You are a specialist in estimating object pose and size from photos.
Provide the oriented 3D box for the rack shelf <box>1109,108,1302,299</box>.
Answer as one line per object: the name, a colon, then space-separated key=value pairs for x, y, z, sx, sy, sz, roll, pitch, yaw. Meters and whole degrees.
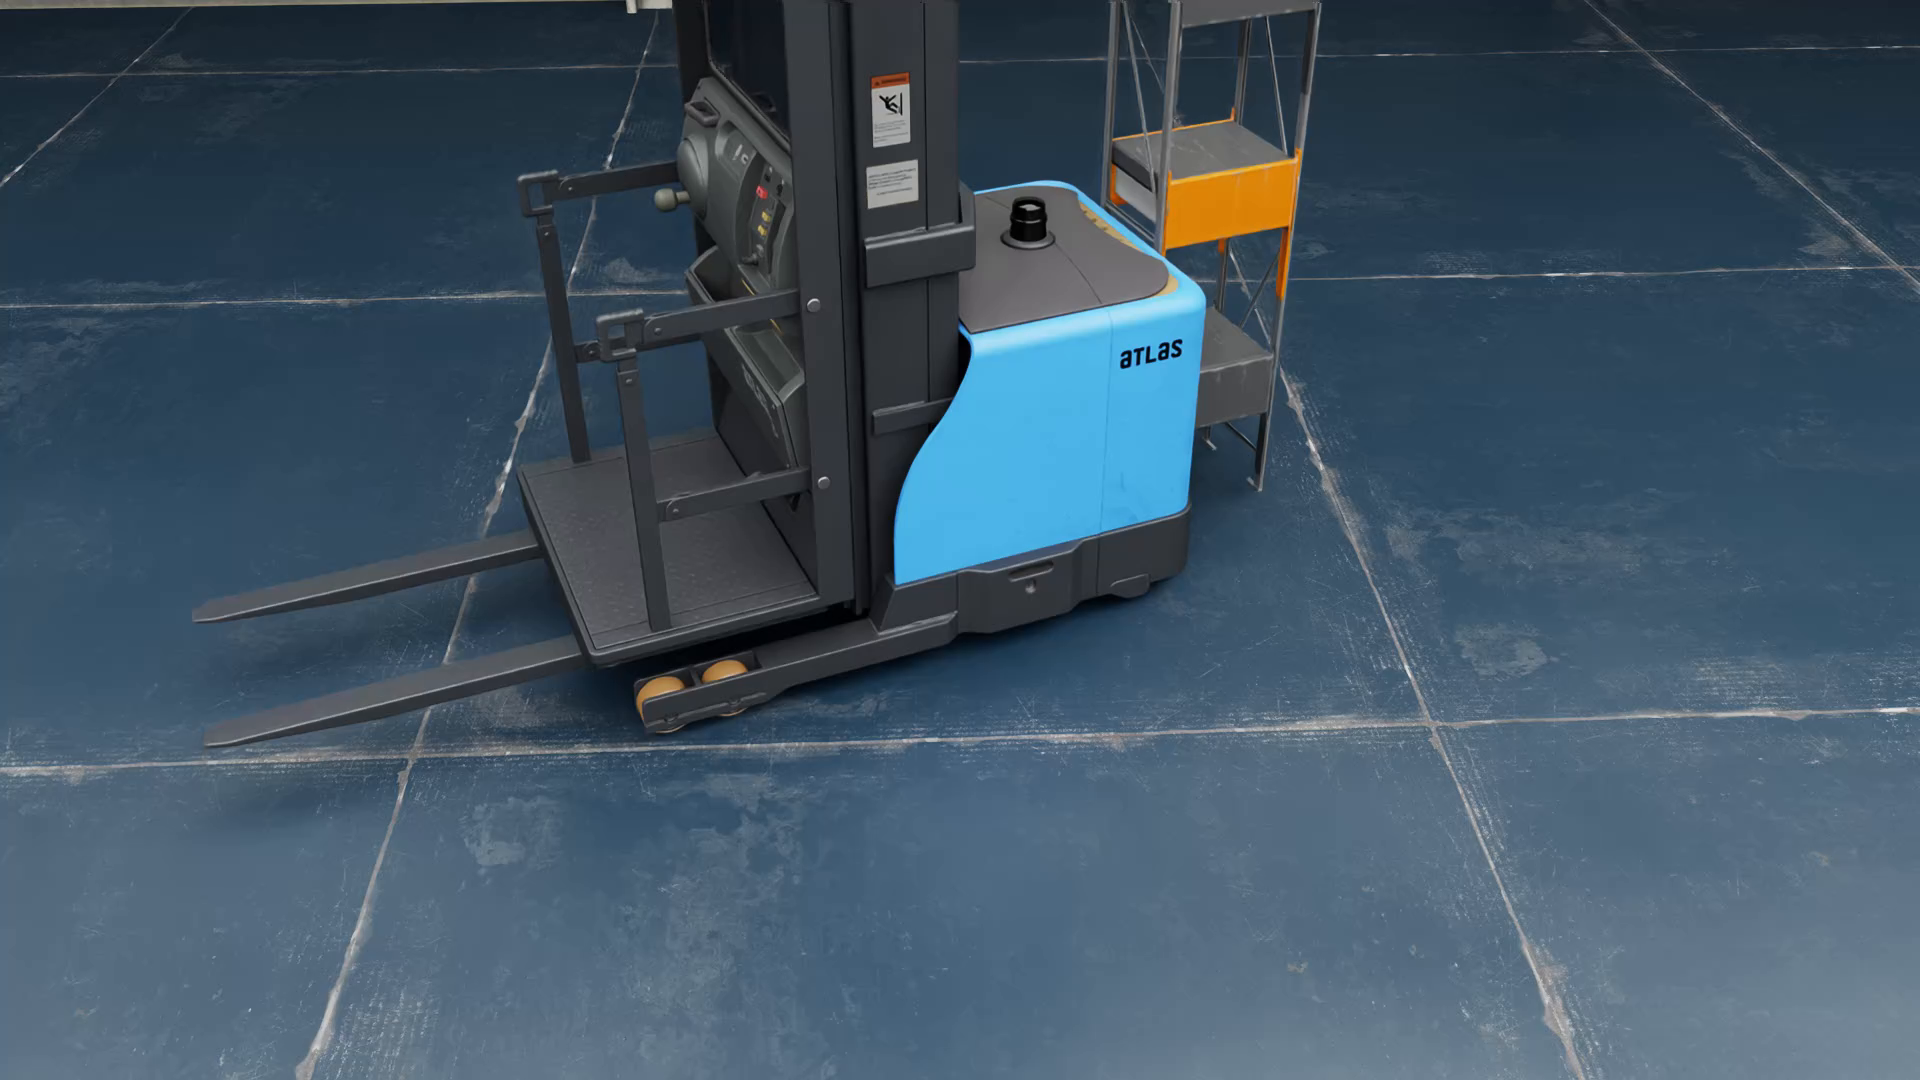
rack shelf: x=0.779 y=-1.073 z=5.479 sx=0.480 sy=0.518 sz=0.431 roll=-14 pitch=37 yaw=-19

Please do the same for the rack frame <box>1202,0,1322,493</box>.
rack frame: x=1.002 y=-1.139 z=5.551 sx=0.015 sy=2.100 sz=0.400 roll=-14 pitch=37 yaw=-19

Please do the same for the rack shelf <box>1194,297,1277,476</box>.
rack shelf: x=0.779 y=-0.497 z=5.877 sx=0.480 sy=0.518 sz=0.431 roll=-14 pitch=37 yaw=-19

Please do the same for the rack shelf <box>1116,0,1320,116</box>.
rack shelf: x=0.779 y=-1.648 z=5.080 sx=0.480 sy=0.518 sz=0.431 roll=-14 pitch=37 yaw=-19

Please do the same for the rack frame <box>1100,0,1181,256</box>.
rack frame: x=0.555 y=-1.028 z=5.391 sx=0.015 sy=2.100 sz=0.400 roll=-14 pitch=37 yaw=-19

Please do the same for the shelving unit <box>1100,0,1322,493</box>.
shelving unit: x=0.779 y=-1.084 z=5.471 sx=0.503 sy=2.100 sz=0.431 roll=-14 pitch=37 yaw=-19

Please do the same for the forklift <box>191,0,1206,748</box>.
forklift: x=-0.812 y=-0.976 z=4.585 sx=3.031 sy=2.935 sz=1.130 roll=-14 pitch=37 yaw=-19
